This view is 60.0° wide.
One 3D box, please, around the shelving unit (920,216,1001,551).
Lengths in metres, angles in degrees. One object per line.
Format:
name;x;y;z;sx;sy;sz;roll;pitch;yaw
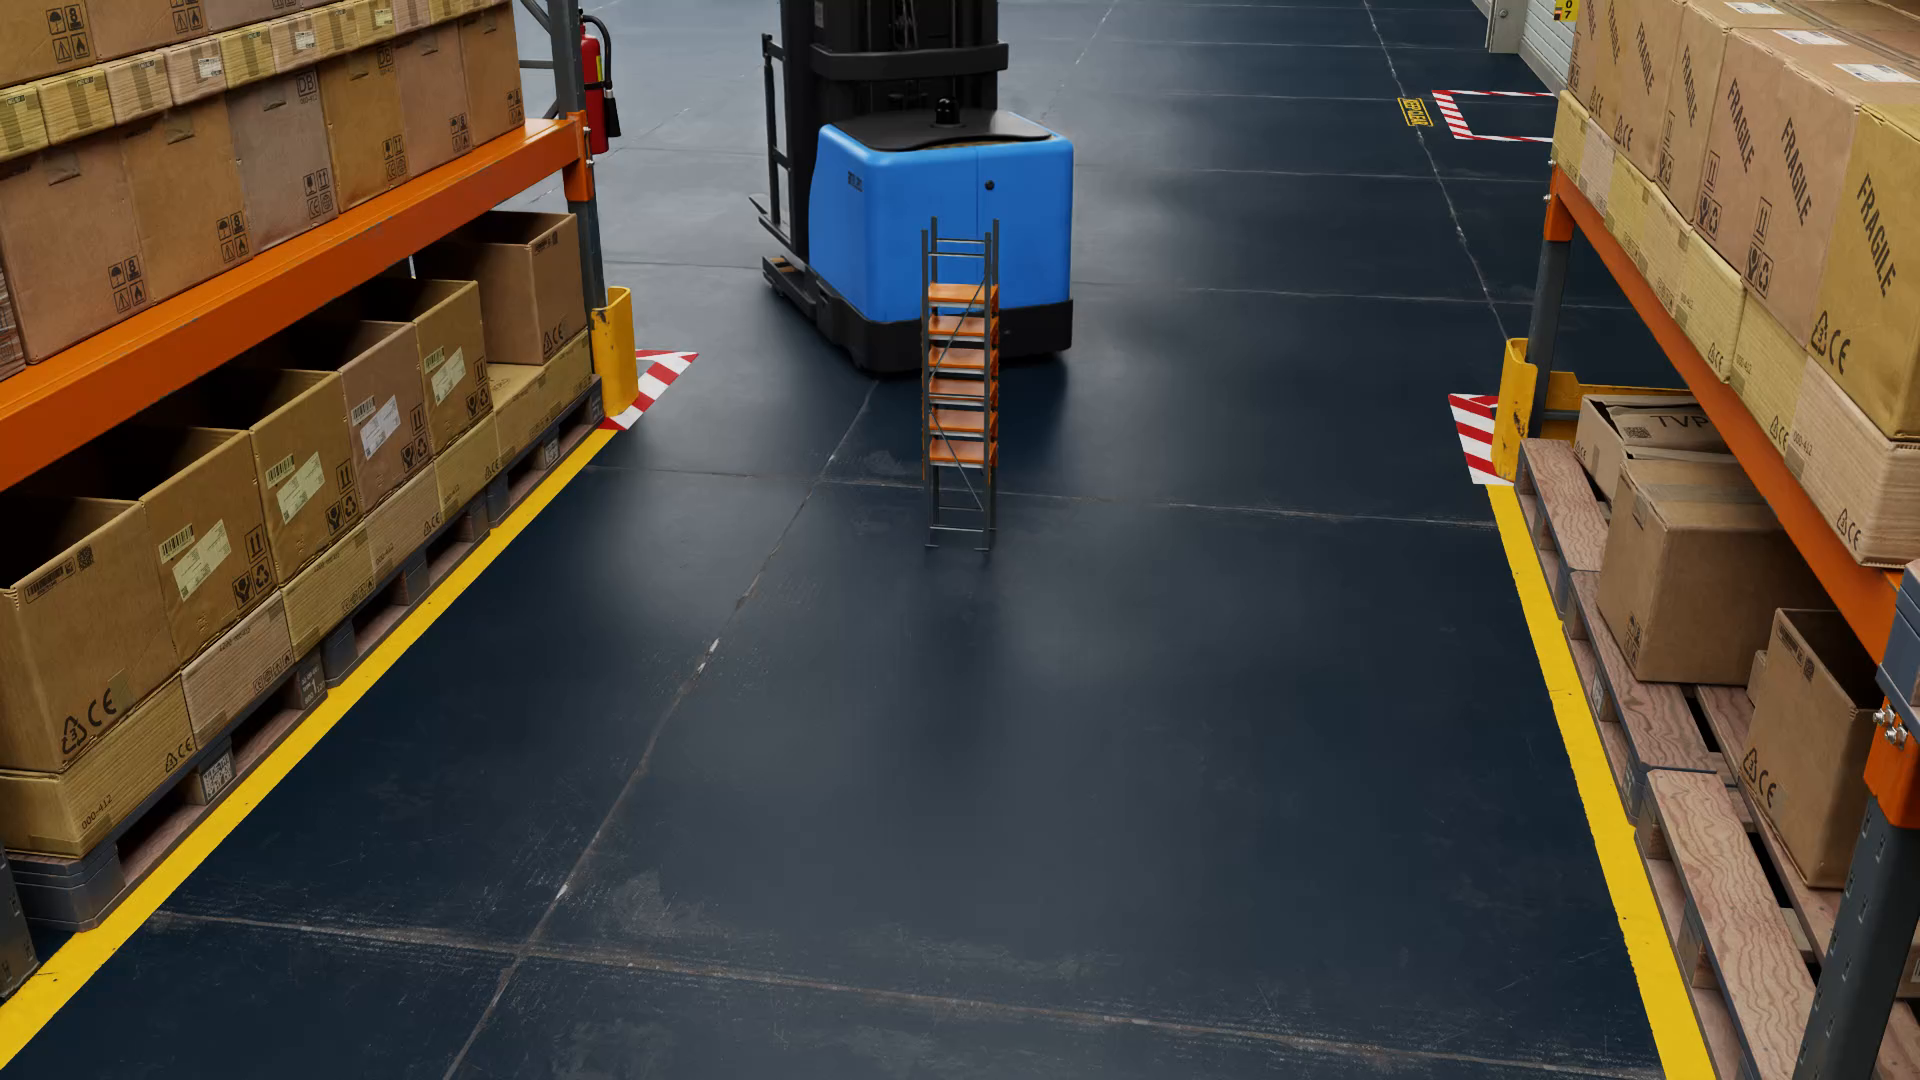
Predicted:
shelving unit;0.002;-0.549;6.009;0.258;1.200;0.189;4;25;9

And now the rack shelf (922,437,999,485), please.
rack shelf;0.002;-0.292;6.129;0.258;0.103;0.180;4;25;9

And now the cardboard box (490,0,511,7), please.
cardboard box;-1.953;-2.169;6.463;0.380;0.149;0.250;4;25;8

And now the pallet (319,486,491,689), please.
pallet;-2.364;0.091;5.806;1.003;0.211;1.213;4;25;9

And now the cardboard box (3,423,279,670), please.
cardboard box;-2.274;0.003;4.568;0.500;0.500;0.500;4;25;9

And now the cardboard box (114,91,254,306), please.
cardboard box;-2.500;-0.992;4.714;0.700;0.500;0.500;4;25;9

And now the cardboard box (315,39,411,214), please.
cardboard box;-2.336;-1.427;5.642;0.700;0.500;0.500;4;25;9

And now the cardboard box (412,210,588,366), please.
cardboard box;-1.873;-1.043;6.803;0.500;0.500;0.500;4;25;9

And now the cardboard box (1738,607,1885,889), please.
cardboard box;2.285;0.507;4.058;0.500;0.500;0.500;2;25;5

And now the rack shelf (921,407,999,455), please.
rack shelf;0.002;-0.401;6.078;0.258;0.103;0.180;4;25;9

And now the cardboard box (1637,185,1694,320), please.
cardboard box;2.171;-0.779;4.529;0.500;0.250;0.500;4;25;9

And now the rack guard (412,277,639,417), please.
rack guard;-2.075;-0.881;7.543;1.175;0.500;0.348;4;25;9

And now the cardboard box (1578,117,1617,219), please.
cardboard box;2.345;-1.203;5.434;0.500;0.250;0.500;3;25;7

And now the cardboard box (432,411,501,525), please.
cardboard box;-2.025;-0.284;6.067;0.500;0.250;0.500;4;25;9

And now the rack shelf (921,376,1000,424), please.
rack shelf;0.002;-0.509;6.027;0.258;0.103;0.180;4;25;9

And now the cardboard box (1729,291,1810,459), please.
cardboard box;2.023;-0.357;3.627;0.500;0.250;0.500;4;25;9

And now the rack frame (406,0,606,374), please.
rack frame;-2.079;-2.003;6.992;1.000;3.000;0.127;4;25;9

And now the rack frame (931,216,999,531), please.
rack frame;0.017;-0.588;6.090;0.240;1.200;0.006;4;25;9

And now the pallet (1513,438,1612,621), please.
pallet;2.629;-0.030;6.064;1.003;0.211;1.213;4;25;9

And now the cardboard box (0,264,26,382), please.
cardboard box;-2.666;-0.562;3.794;0.700;0.500;0.500;3;25;7

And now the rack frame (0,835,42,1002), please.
rack frame;-2.732;-0.330;3.418;1.000;3.000;0.127;4;25;9

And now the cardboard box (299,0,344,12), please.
cardboard box;-2.338;-1.988;5.312;0.700;0.500;0.500;4;25;9

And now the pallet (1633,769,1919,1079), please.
pallet;2.230;0.991;3.884;1.003;0.211;1.213;4;25;9

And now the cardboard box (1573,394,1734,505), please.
cardboard box;2.607;-0.360;6.134;0.500;0.311;0.500;1;25;3

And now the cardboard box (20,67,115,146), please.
cardboard box;-2.375;-1.091;4.160;0.380;0.149;0.250;4;25;8

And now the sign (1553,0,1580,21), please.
sign;2.274;-2.091;6.158;0.100;0.325;0.005;4;25;9

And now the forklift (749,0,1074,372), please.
forklift;-0.452;-2.710;8.581;1.130;2.935;3.031;-9;27;-19

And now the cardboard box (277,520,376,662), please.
cardboard box;-2.184;0.134;5.173;0.500;0.250;0.500;4;25;9

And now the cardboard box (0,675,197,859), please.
cardboard box;-2.358;0.552;4.281;0.500;0.250;0.500;4;25;9

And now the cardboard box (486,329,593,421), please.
cardboard box;-1.875;-0.703;6.963;0.500;0.250;0.500;4;25;9

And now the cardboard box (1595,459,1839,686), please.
cardboard box;2.345;0.096;4.936;0.700;0.500;0.500;2;25;5

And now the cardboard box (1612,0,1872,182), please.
cardboard box;2.253;-1.342;4.847;0.500;0.500;0.500;3;25;7

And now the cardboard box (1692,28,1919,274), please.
cardboard box;2.096;-0.908;3.920;0.500;0.500;0.500;3;25;7

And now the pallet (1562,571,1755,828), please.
pallet;2.427;0.479;4.977;1.003;0.211;1.213;4;25;9

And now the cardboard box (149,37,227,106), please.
cardboard box;-2.291;-1.308;4.622;0.380;0.149;0.250;3;25;7

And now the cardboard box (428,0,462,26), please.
cardboard box;-2.036;-1.953;6.001;0.380;0.149;0.250;4;25;8

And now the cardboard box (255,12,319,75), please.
cardboard box;-2.205;-1.521;5.077;0.380;0.149;0.250;4;25;8

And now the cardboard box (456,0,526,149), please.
cardboard box;-2.168;-1.854;6.555;0.700;0.500;0.500;4;25;9

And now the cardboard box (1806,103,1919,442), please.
cardboard box;1.927;-0.489;3.024;0.500;0.500;0.500;4;25;8

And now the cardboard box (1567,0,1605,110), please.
cardboard box;2.434;-1.764;5.748;0.500;0.500;0.500;4;25;9

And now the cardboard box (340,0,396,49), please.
cardboard box;-2.122;-1.738;5.542;0.380;0.149;0.250;5;26;10

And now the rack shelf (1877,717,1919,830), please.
rack shelf;1.828;1.174;1.053;1.077;0.370;4.000;4;25;9

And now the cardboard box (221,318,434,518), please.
cardboard box;-2.105;-0.415;5.461;0.500;0.500;0.500;4;25;9

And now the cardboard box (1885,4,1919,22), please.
cardboard box;2.687;-1.094;4.317;0.500;0.500;0.500;4;25;9

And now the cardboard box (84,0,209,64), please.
cardboard box;-2.502;-1.570;4.418;0.700;0.500;0.500;4;25;8
